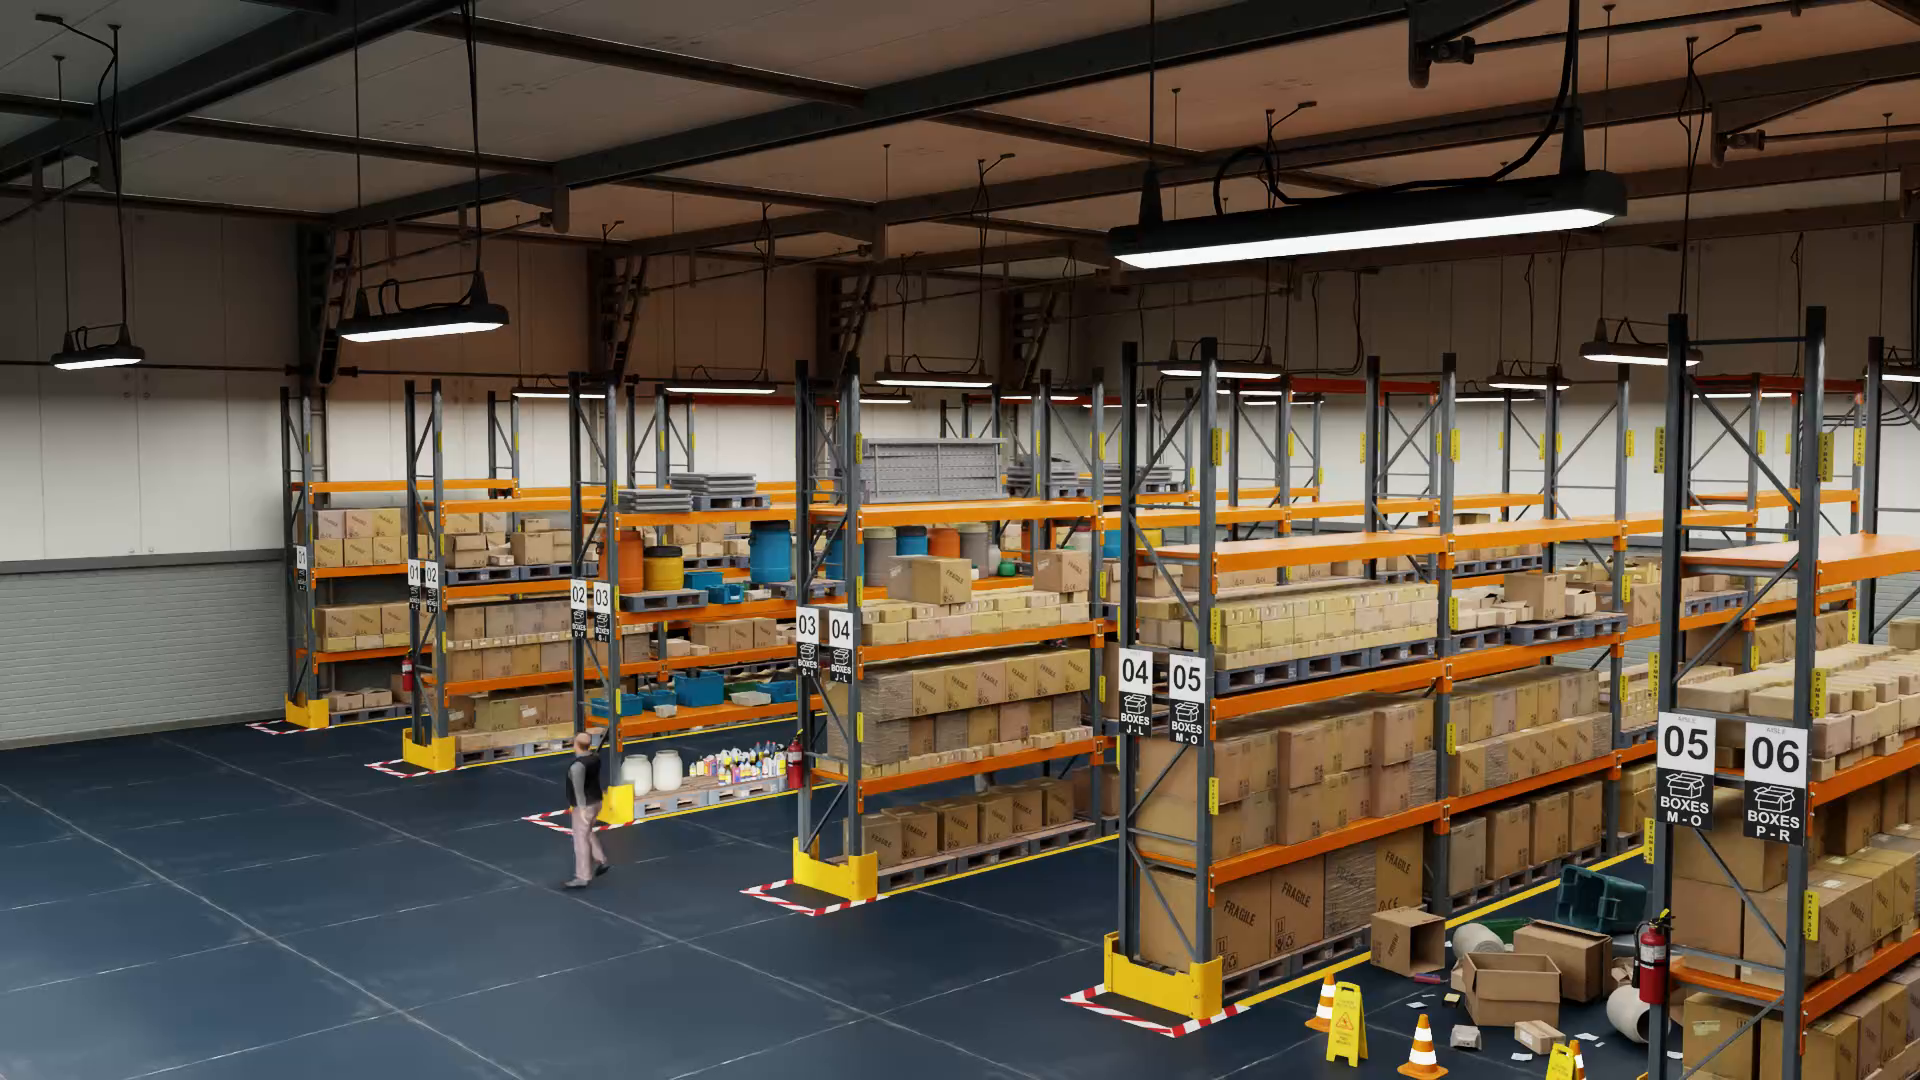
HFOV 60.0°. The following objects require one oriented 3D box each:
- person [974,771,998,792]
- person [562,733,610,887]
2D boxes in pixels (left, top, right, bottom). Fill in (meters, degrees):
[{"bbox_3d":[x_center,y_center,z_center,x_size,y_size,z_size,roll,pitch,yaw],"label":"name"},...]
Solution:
[{"bbox_3d":[0.325,2.825,22.597,0.385,1.781,0.569,2,4,33],"label":"person"},{"bbox_3d":[-4.286,3.070,19.072,0.402,1.737,0.582,1,4,14],"label":"person"}]
